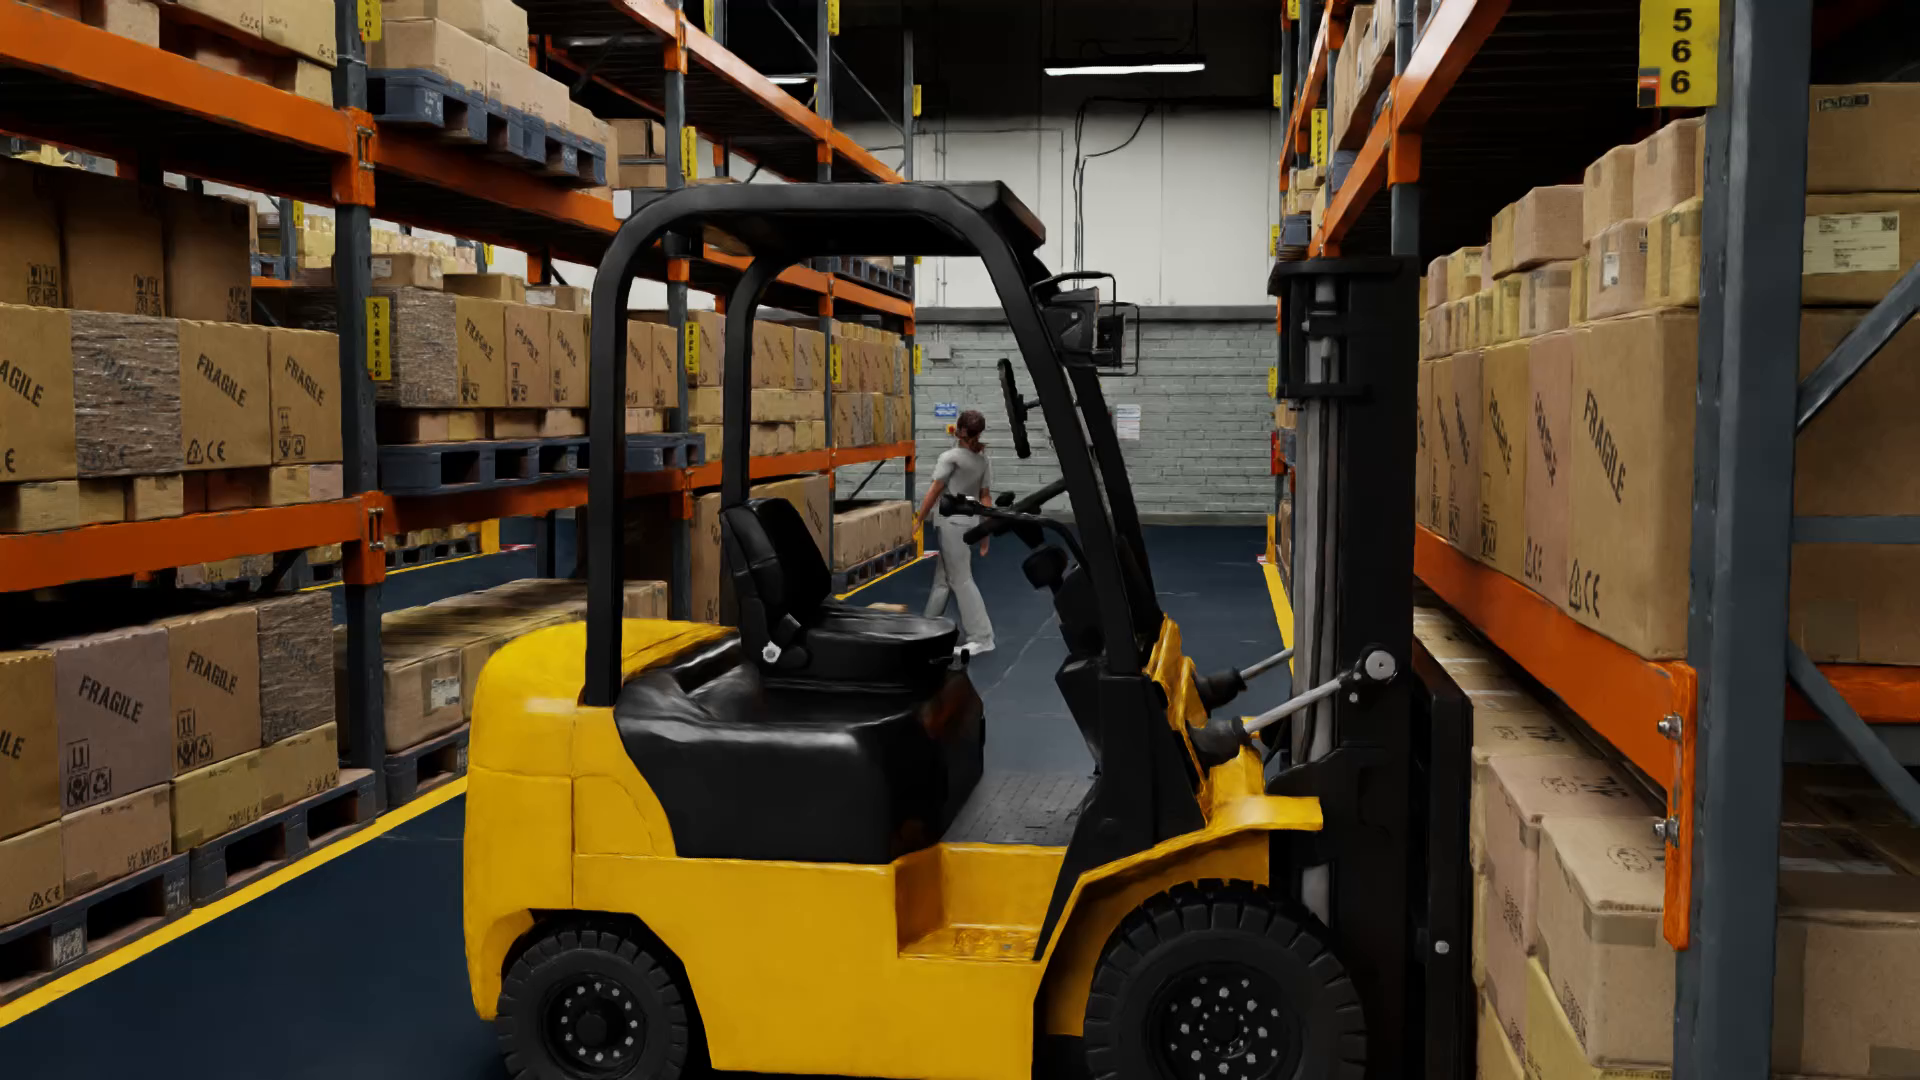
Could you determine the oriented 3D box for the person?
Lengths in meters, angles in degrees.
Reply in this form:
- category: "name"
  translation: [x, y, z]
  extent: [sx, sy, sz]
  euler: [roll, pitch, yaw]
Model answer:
- category: "person"
  translation: [-0.044, -0.059, 11.210]
  extent: [0.699, 1.638, 0.494]
  euler: [3, 6, 35]
